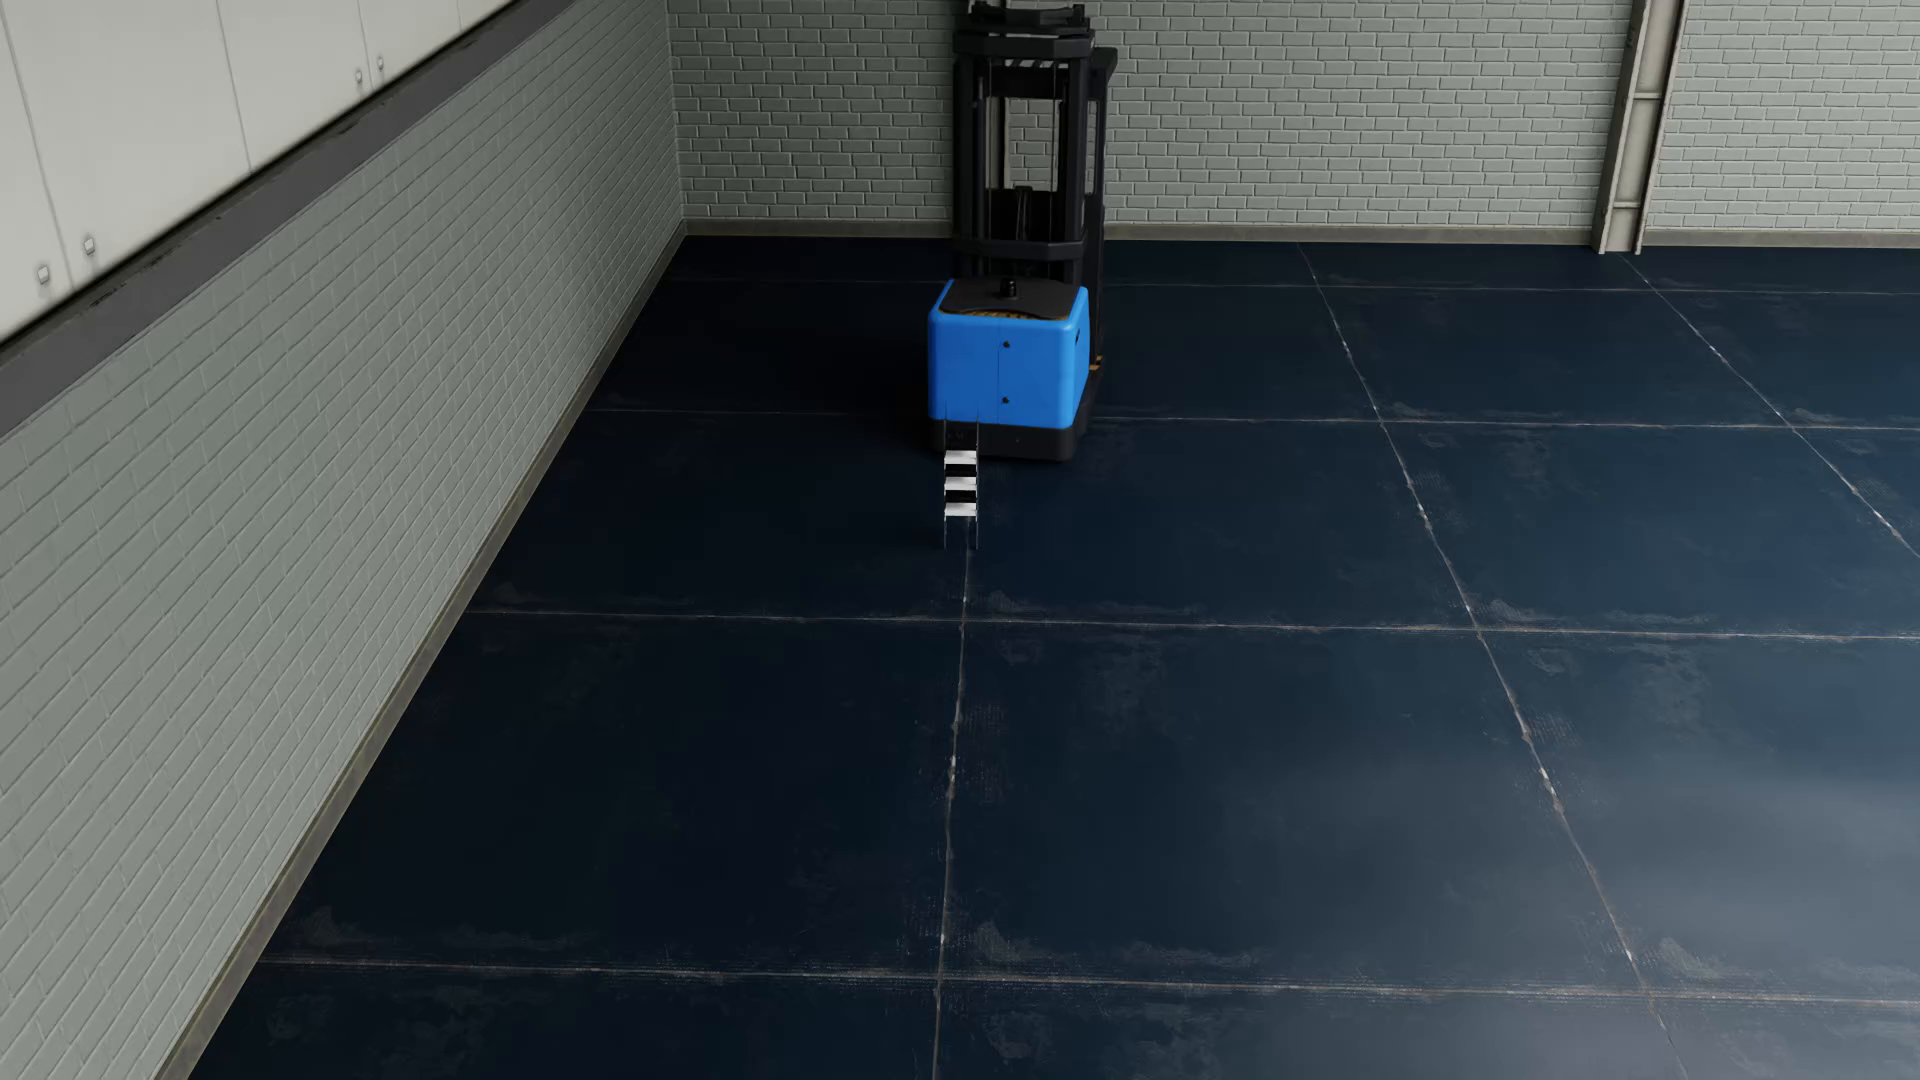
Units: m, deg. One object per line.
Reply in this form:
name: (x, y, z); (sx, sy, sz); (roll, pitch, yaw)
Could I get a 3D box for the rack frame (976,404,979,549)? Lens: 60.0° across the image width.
rack frame: (0.110, -0.396, 10.461); (0.006, 0.900, 0.240); (1, 28, 2)

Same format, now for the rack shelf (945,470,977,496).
rack shelf: (0.008, -0.368, 10.480); (0.200, 0.077, 0.258); (1, 28, 2)

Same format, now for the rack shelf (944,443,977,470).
rack shelf: (0.008, -0.527, 10.396); (0.200, 0.077, 0.258); (1, 28, 2)

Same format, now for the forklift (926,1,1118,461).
forklift: (0.536, -2.513, 12.287); (1.130, 2.935, 3.031); (5, 28, 9)

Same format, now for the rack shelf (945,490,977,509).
rack shelf: (0.008, -0.288, 10.522); (0.200, 0.077, 0.258); (1, 28, 2)

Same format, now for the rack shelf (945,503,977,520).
rack shelf: (0.008, -0.209, 10.564); (0.200, 0.077, 0.258); (1, 28, 2)

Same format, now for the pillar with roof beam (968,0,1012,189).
pillar with roof beam: (0.122, -4.849, 10.214); (0.400, 9.000, 9.100); (1, 28, 2)

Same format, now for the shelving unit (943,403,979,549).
shelving unit: (0.008, -0.397, 10.464); (0.210, 0.900, 0.258); (1, 28, 2)

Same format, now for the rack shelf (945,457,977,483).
rack shelf: (0.008, -0.448, 10.438); (0.200, 0.077, 0.258); (1, 28, 2)

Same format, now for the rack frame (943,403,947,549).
rack frame: (-0.093, -0.399, 10.468); (0.006, 0.900, 0.240); (1, 28, 2)

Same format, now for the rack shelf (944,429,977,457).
rack shelf: (0.008, -0.607, 10.354); (0.200, 0.077, 0.258); (1, 28, 2)

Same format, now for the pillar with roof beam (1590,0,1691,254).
pillar with roof beam: (6.119, -4.749, 10.027); (0.400, 9.000, 9.100); (1, 28, 2)
